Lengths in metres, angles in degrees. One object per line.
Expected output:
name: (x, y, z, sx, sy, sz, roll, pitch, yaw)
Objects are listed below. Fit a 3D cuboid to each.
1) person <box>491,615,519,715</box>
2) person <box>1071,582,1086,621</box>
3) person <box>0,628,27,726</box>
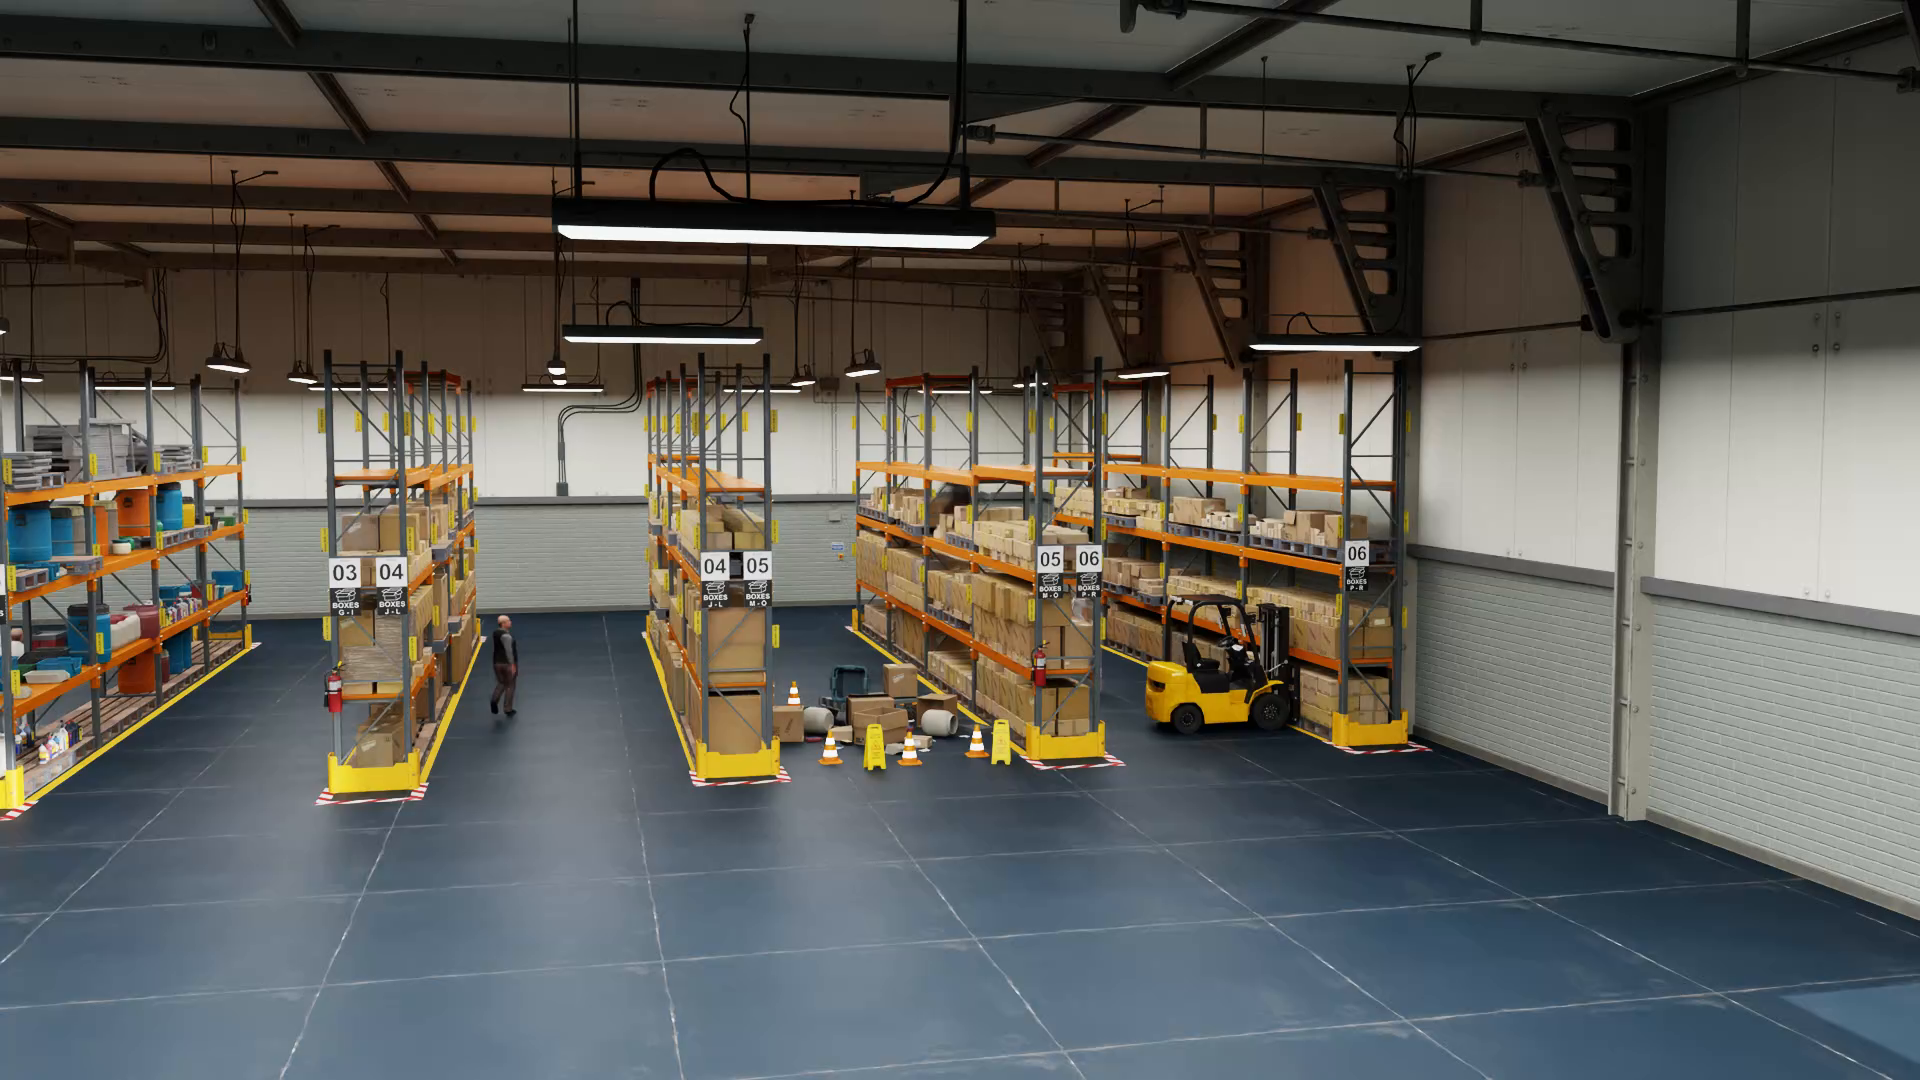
person: (-7.826, 2.145, 28.531, 0.530, 1.714, 0.480, 2, 4, 25)
person: (2.184, 1.630, 32.206, 0.542, 1.699, 0.723, -1, 4, -19)
person: (-14.876, 2.298, 26.235, 0.697, 1.820, 0.408, -3, 5, -41)
